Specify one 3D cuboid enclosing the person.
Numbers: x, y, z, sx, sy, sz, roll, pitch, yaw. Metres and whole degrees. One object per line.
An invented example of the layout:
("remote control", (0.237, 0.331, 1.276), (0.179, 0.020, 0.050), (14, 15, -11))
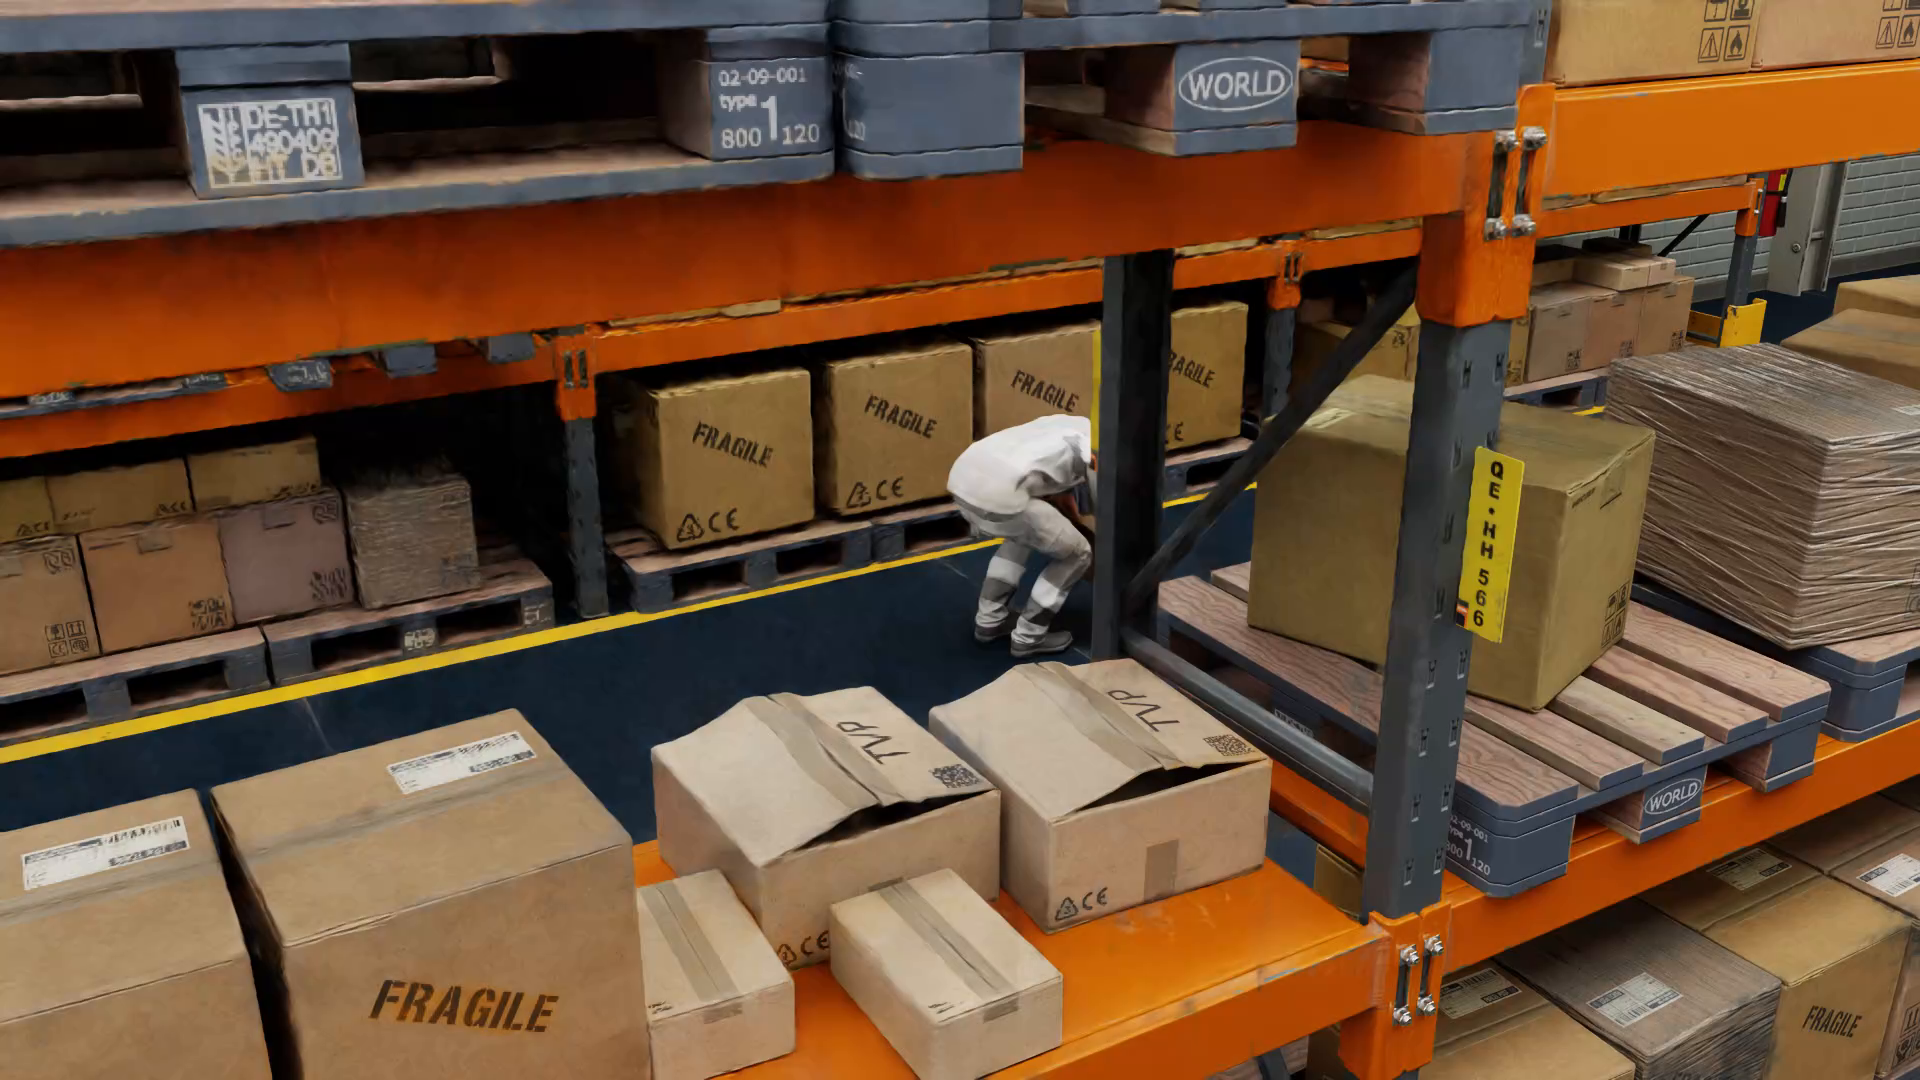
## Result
("person", (0.393, -0.047, 7.229), (0.958, 1.011, 0.529), (-14, 25, -31))
